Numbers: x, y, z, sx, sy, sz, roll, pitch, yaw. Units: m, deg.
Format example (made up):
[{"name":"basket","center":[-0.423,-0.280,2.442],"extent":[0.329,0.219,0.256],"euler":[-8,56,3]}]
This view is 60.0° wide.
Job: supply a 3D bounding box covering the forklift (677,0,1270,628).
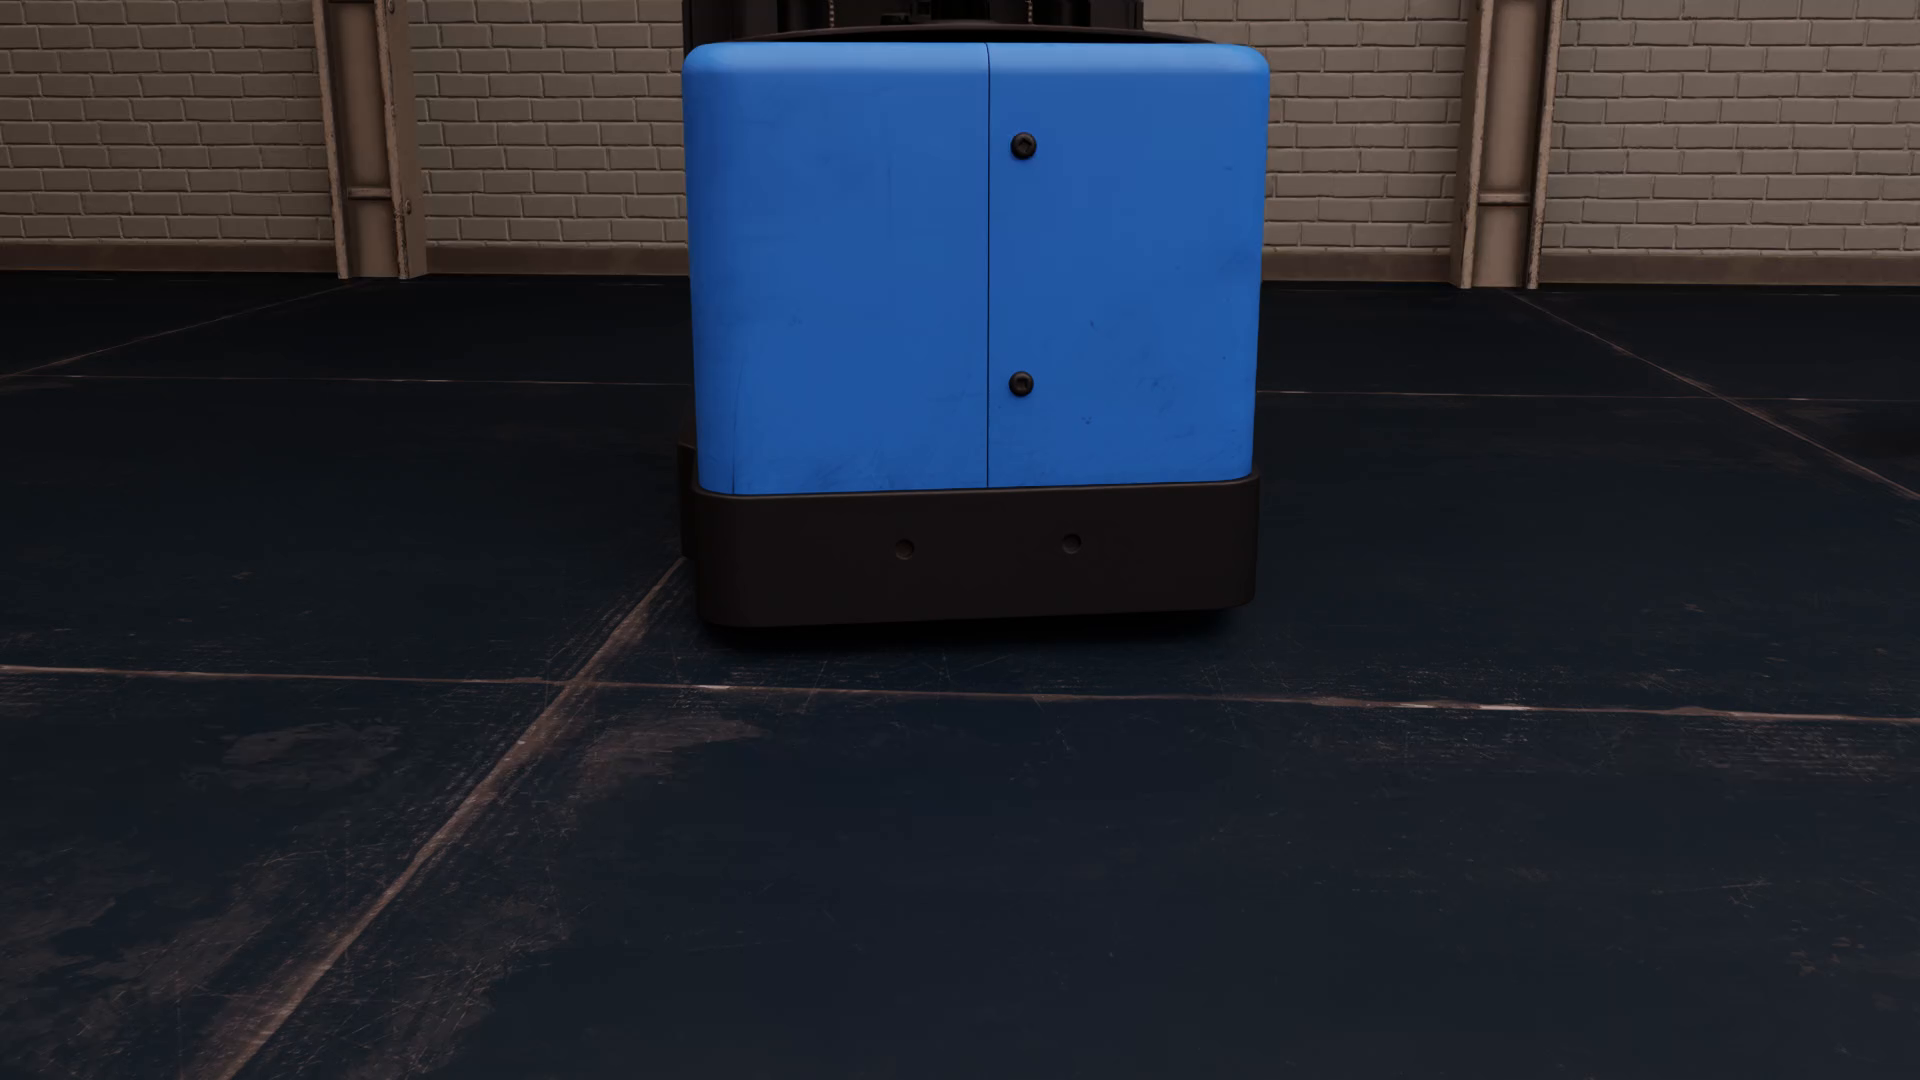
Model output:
[{"name":"forklift","center":[-0.140,-1.595,4.096],"extent":[1.130,2.935,3.031],"euler":[-2,15,-7]}]
